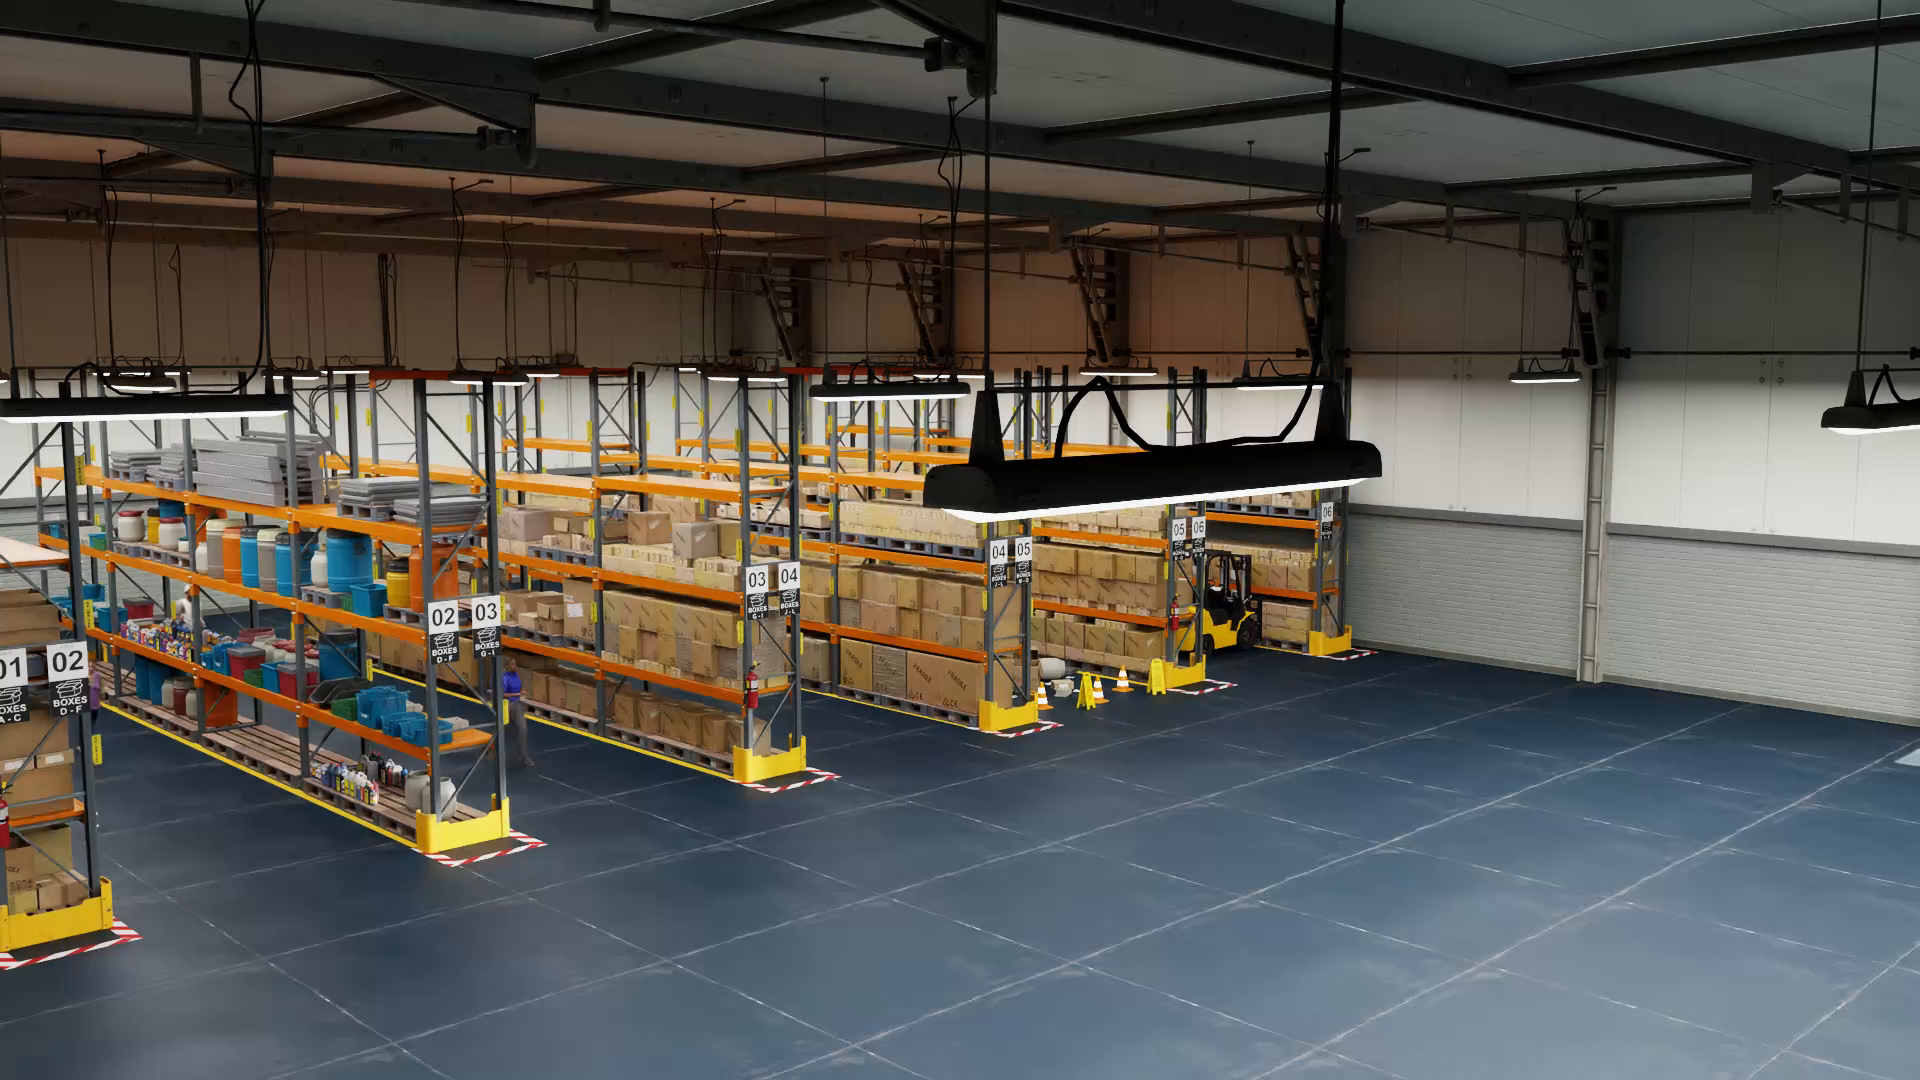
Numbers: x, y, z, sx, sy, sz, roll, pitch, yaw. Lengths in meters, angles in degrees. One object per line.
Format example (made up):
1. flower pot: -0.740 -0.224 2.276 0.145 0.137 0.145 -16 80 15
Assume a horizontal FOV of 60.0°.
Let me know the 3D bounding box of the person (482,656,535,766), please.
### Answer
1. person: -6.936 2.613 25.520 0.901 1.681 0.557 3 7 23

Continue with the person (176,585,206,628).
1. person: -15.228 1.755 32.953 0.584 1.746 0.667 4 8 33

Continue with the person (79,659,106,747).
1. person: -13.556 2.638 25.850 0.835 1.633 0.475 5 8 35
